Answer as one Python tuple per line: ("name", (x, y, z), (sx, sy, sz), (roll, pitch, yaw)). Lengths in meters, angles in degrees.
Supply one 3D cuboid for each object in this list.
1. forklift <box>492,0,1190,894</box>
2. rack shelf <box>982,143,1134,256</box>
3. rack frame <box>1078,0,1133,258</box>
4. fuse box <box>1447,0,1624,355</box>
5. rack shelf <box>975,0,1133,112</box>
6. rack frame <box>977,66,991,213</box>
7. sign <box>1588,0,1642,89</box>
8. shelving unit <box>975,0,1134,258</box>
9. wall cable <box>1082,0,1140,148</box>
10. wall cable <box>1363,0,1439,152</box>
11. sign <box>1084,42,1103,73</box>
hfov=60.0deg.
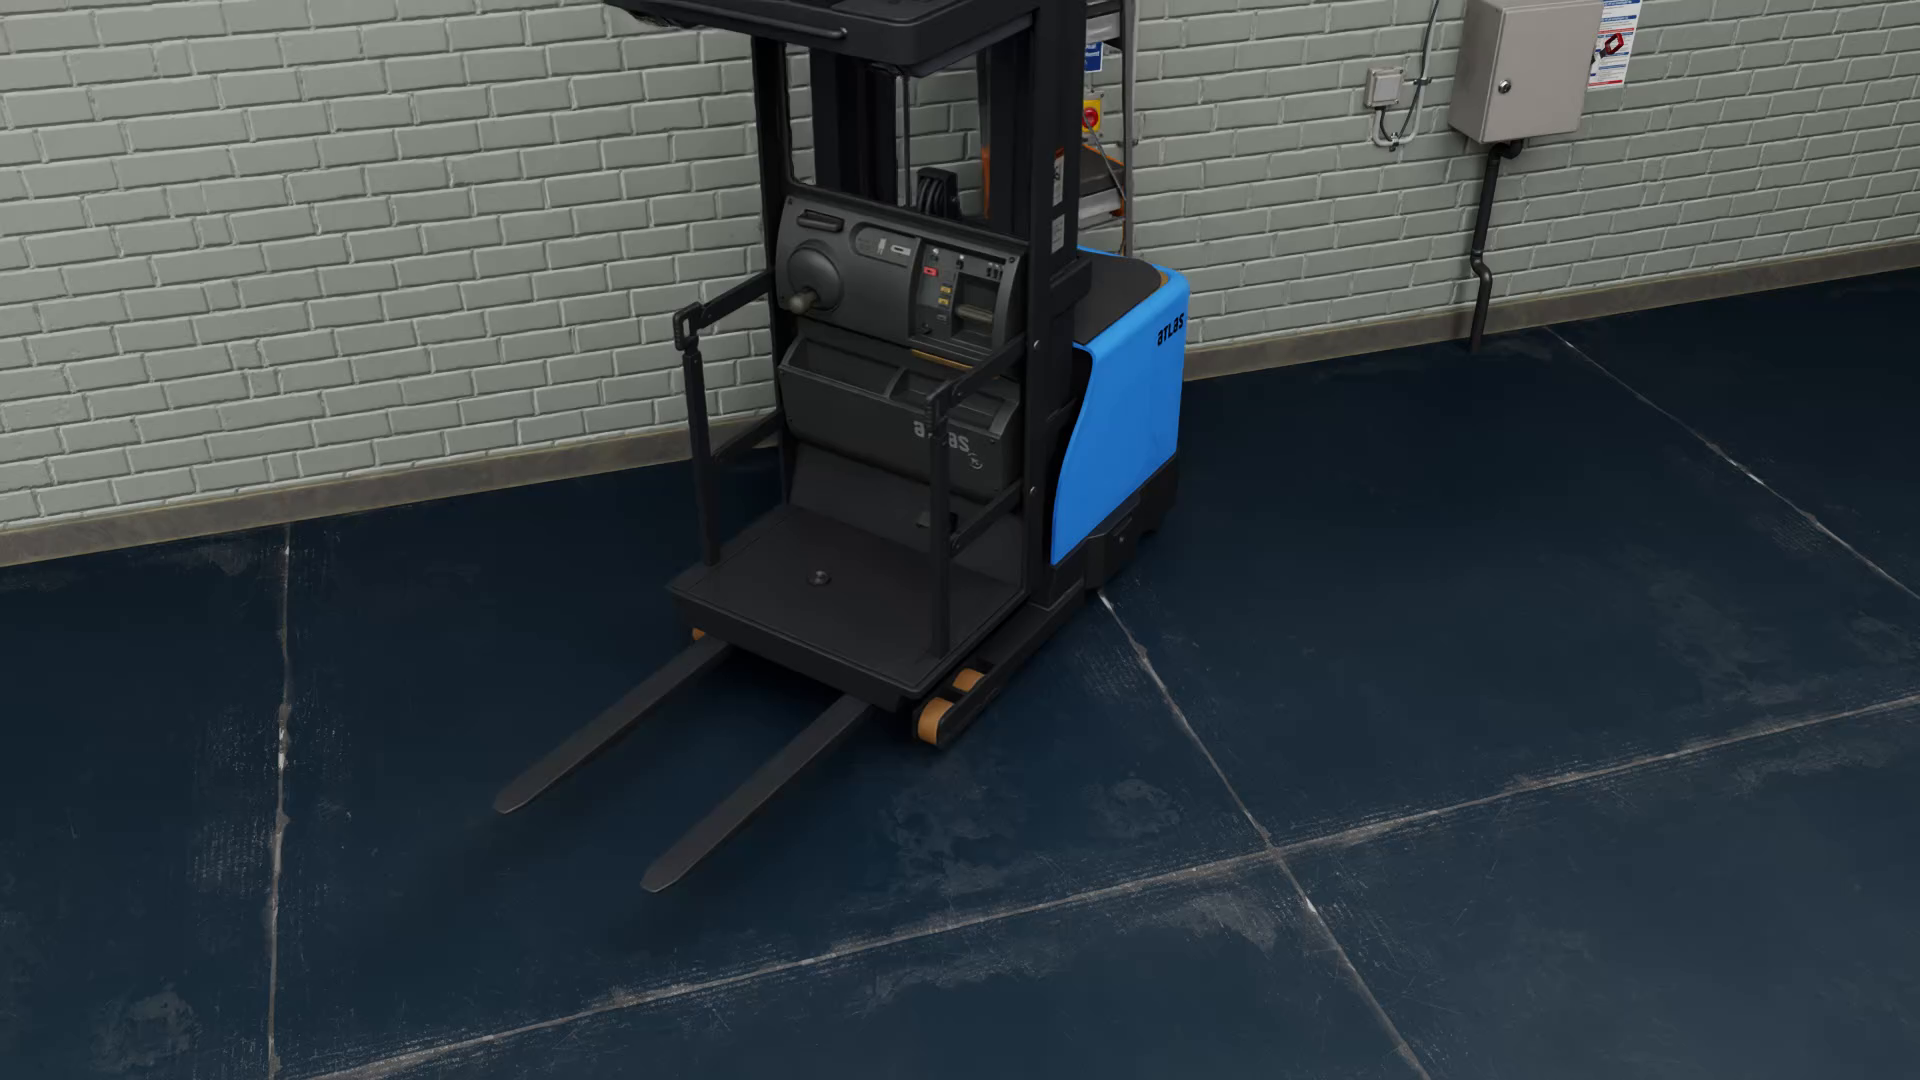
("forklift", (-0.333, -0.815, 5.325), (1.130, 2.935, 3.031), (20, 38, 27))
("rack shelf", (0.405, -1.354, 6.886), (0.431, 0.518, 0.480), (-21, 37, -23))
("rack frame", (0.528, -1.254, 6.701), (0.400, 2.100, 0.015), (-21, 37, -23))
("fuse box", (2.546, -1.622, 7.653), (0.539, 1.711, 0.414), (-10, 35, -15))
("rack shelf", (0.363, -1.933, 6.495), (0.431, 0.518, 0.480), (-21, 37, -23))
("rack frame", (0.280, -1.476, 7.057), (0.400, 2.100, 0.015), (-21, 37, -23))
("sign", (2.953, -2.312, 7.614), (0.329, 0.494, 0.001), (-10, 35, -15))
("shelving unit", (0.404, -1.365, 6.879), (0.431, 2.100, 0.503), (-21, 37, -23))
("wall cable", (0.501, -2.320, 6.591), (0.585, 1.953, 0.123), (-10, 35, -15))
("wall cable", (1.848, -2.552, 6.969), (0.588, 1.984, 0.122), (-10, 35, -15))
("sign", (0.436, -2.020, 6.841), (0.327, 0.218, 0.001), (-10, 35, -15))
